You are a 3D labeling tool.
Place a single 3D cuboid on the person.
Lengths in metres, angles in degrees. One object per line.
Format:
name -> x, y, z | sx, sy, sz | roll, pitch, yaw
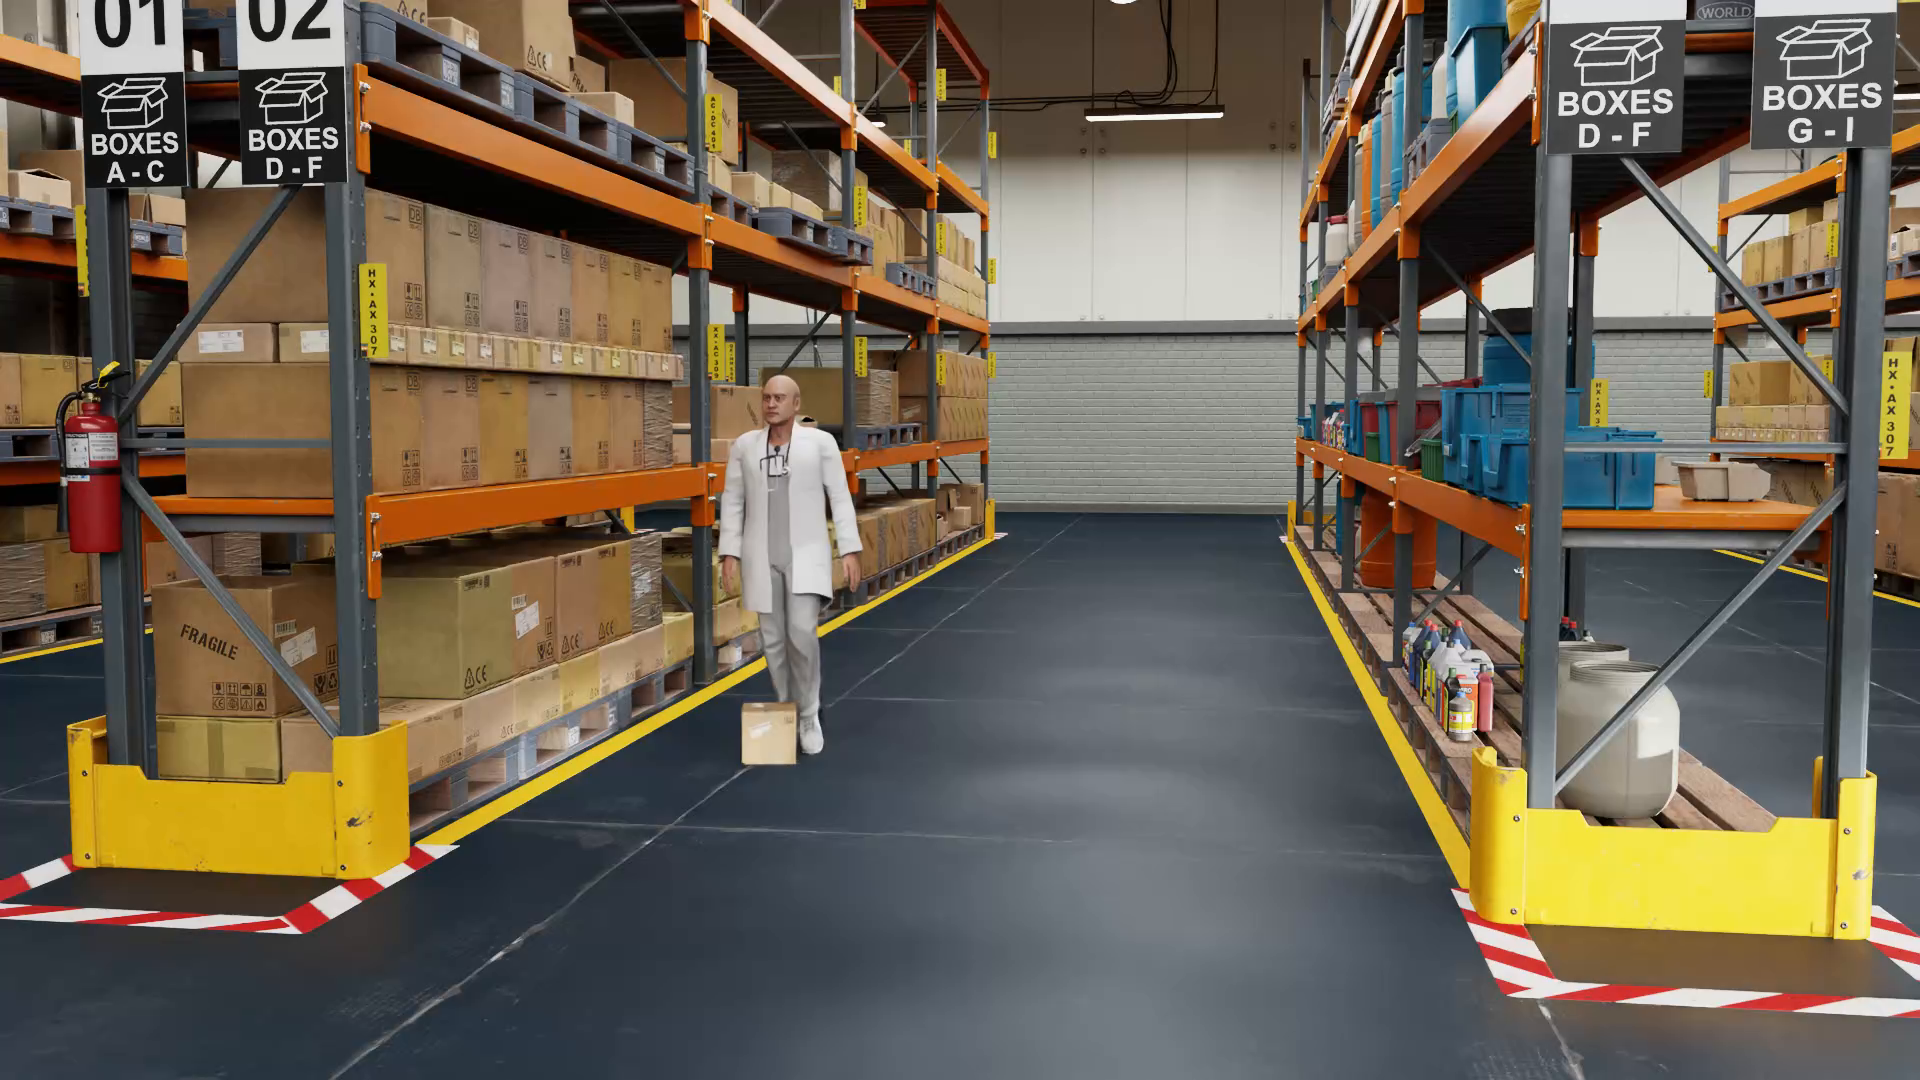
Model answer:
person -> -0.815, 0.117, 7.974 | 0.685, 1.805, 0.558 | 1, 4, 8
